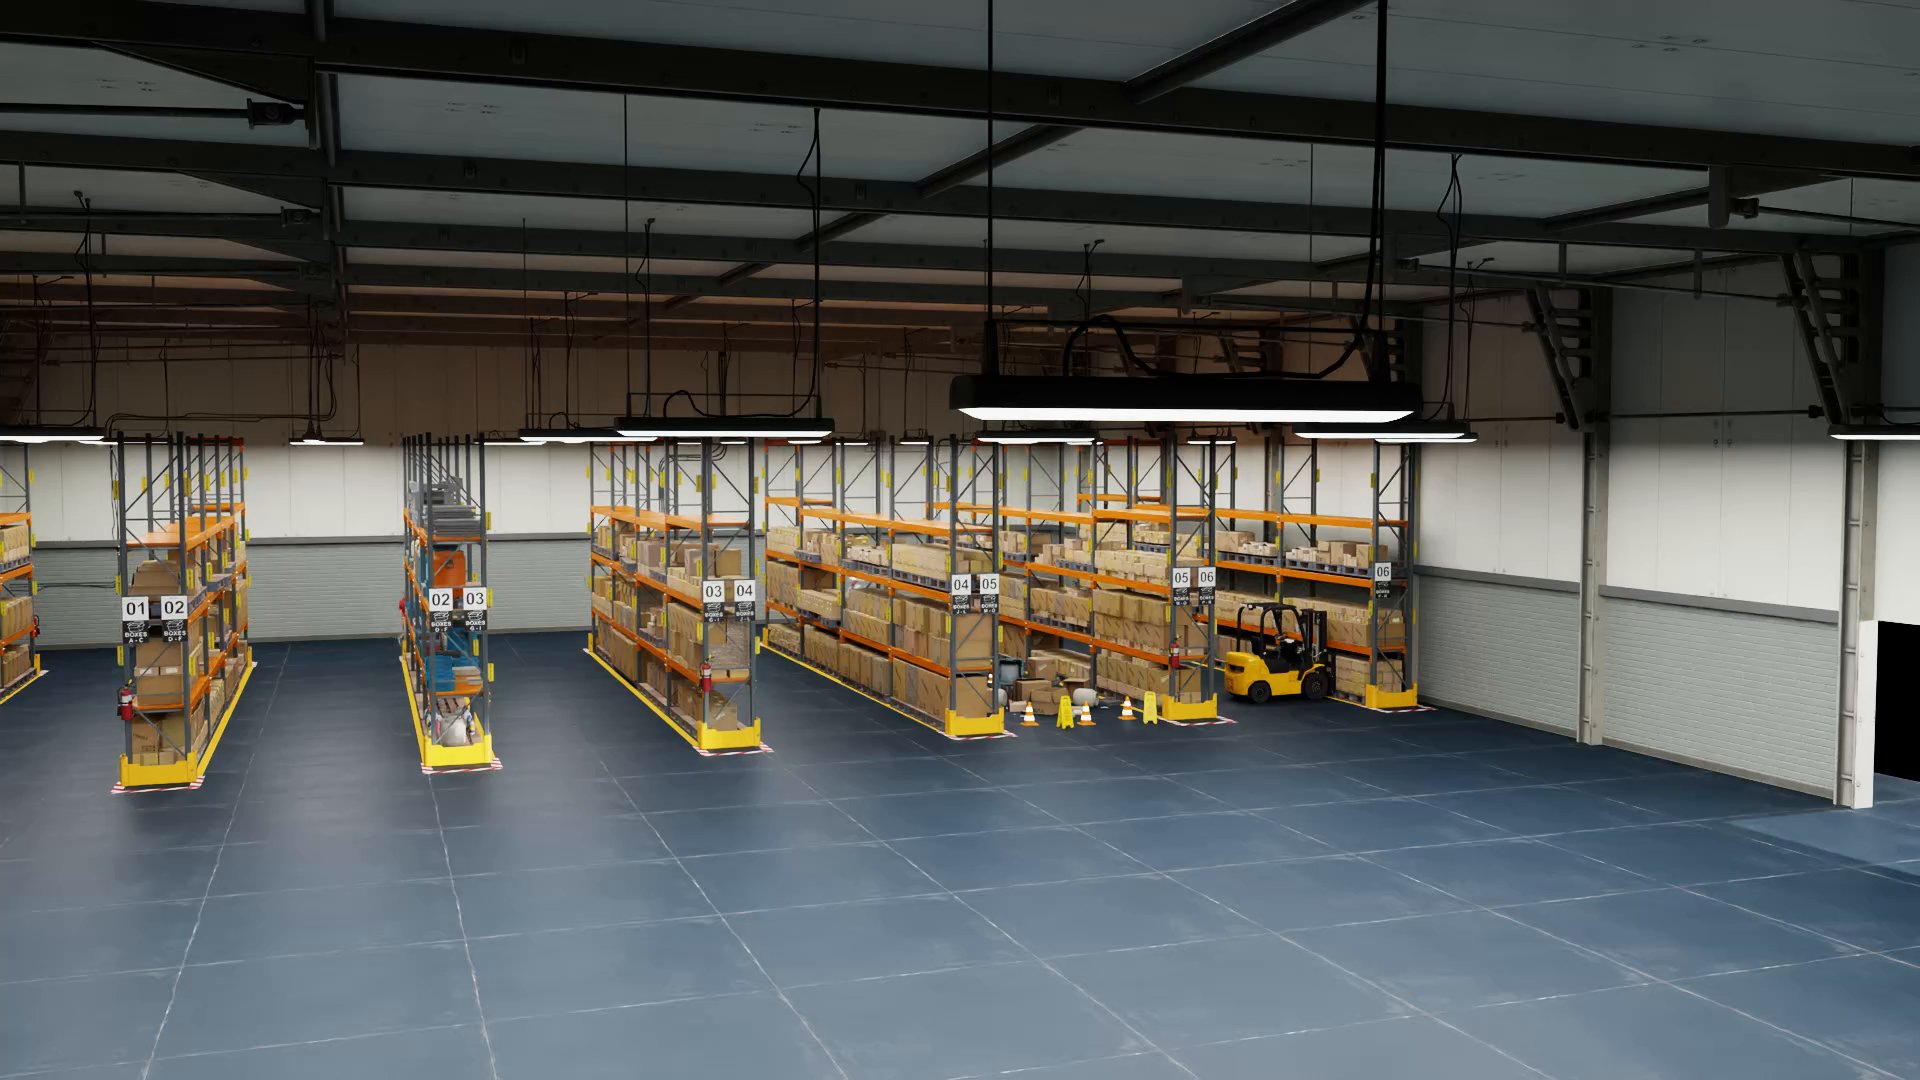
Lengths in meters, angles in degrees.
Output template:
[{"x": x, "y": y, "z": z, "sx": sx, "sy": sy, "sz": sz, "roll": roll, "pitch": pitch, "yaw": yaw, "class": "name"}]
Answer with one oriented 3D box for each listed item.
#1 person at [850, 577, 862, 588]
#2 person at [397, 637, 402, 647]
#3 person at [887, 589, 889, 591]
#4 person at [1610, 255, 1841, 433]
[{"x": -3.218, "y": 1.947, "z": 52.015, "sx": 0.457, "sy": 1.702, "sz": 0.718, "roll": 3, "pitch": 4, "yaw": 44, "class": "person"}, {"x": -15.686, "y": 2.892, "z": 47.092, "sx": 0.706, "sy": 0.404, "sz": 0.302, "roll": 1, "pitch": 3, "yaw": 21, "class": "person"}, {"x": -2.164, "y": 2.065, "z": 48.852, "sx": 0.535, "sy": 1.256, "sz": 0.463, "roll": 1, "pitch": 3, "yaw": 19, "class": "person"}, {"x": 9.725, "y": -0.713, "z": 35.081, "sx": 1.507, "sy": 9.013, "sz": 19.612, "roll": -2, "pitch": 4, "yaw": -33, "class": "person"}]
